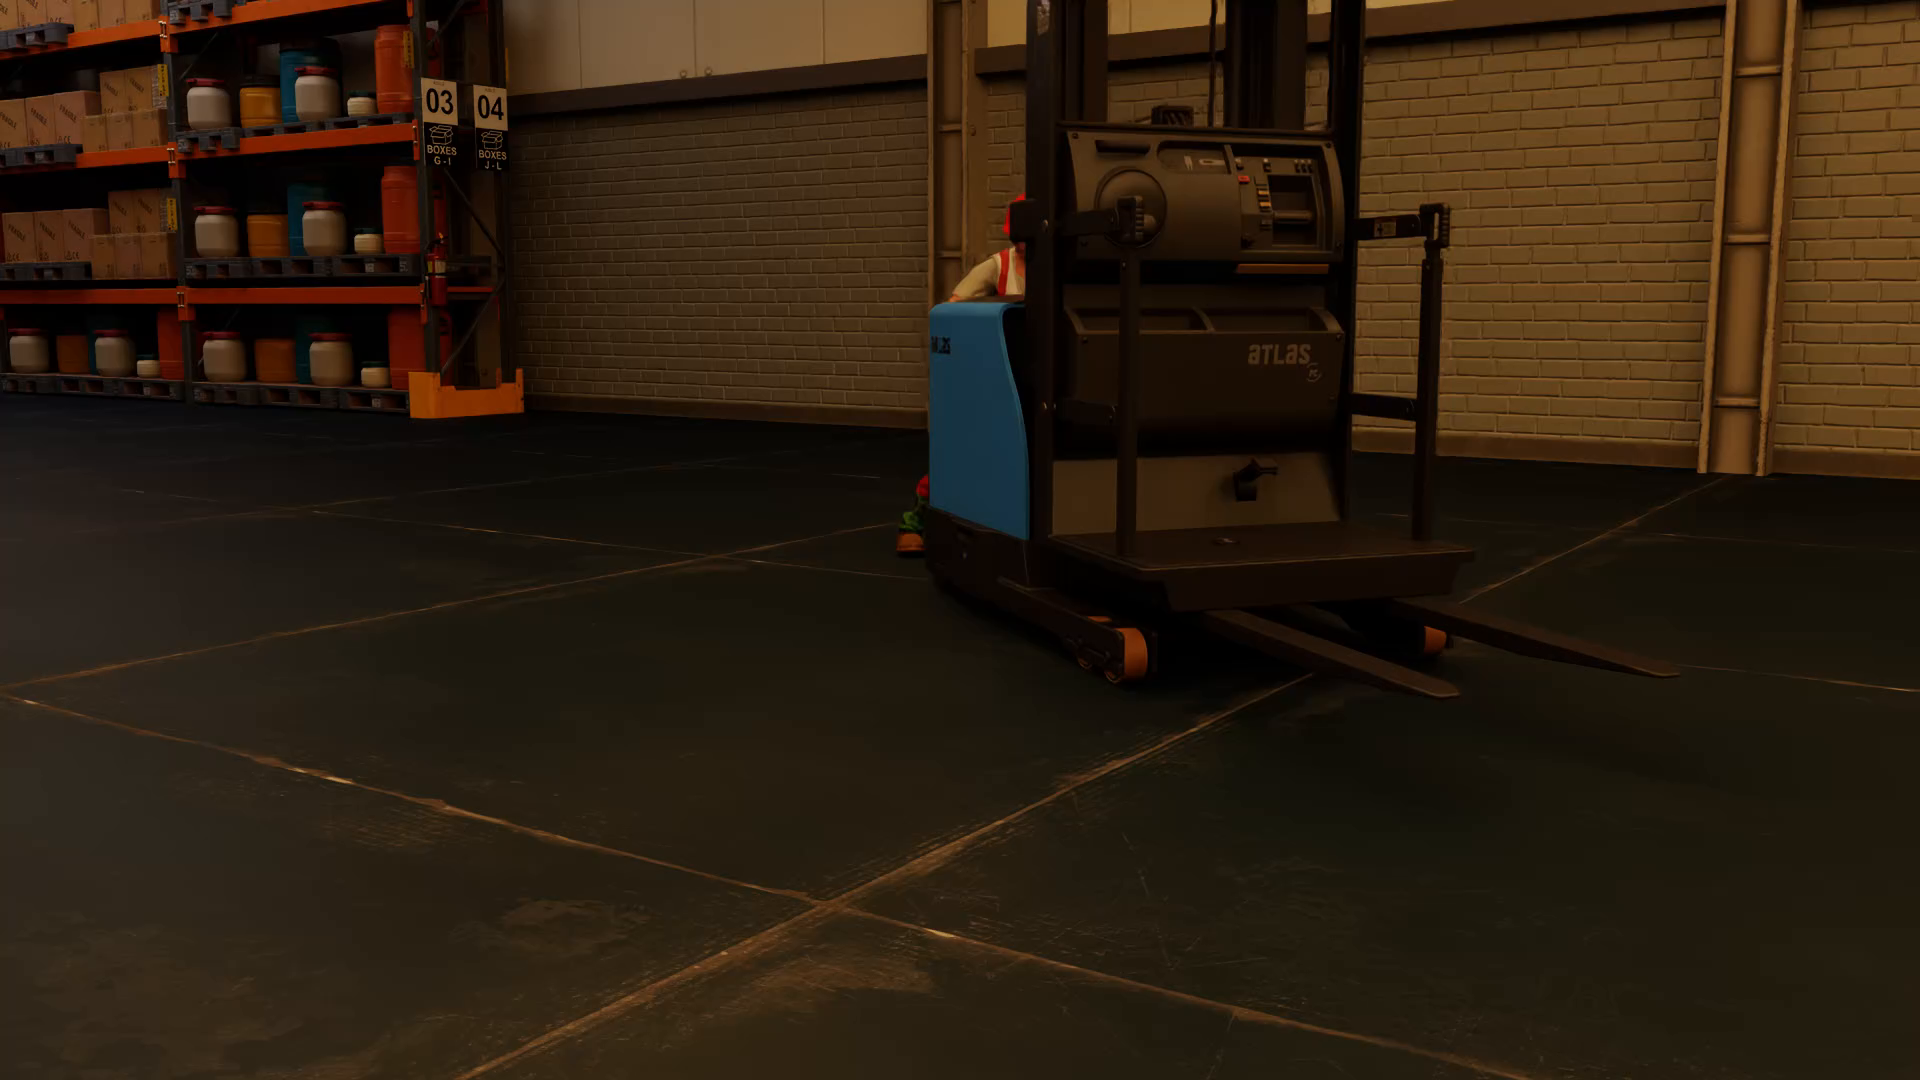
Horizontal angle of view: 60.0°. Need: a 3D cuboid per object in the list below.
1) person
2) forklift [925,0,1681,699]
[{"bbox_3d":[0.348,-0.717,7.151,1.232,1.547,0.690,2,8,13],"label":"person"},{"bbox_3d":[0.844,-1.106,4.967,1.130,2.935,3.031,-3,9,-20],"label":"forklift"}]
